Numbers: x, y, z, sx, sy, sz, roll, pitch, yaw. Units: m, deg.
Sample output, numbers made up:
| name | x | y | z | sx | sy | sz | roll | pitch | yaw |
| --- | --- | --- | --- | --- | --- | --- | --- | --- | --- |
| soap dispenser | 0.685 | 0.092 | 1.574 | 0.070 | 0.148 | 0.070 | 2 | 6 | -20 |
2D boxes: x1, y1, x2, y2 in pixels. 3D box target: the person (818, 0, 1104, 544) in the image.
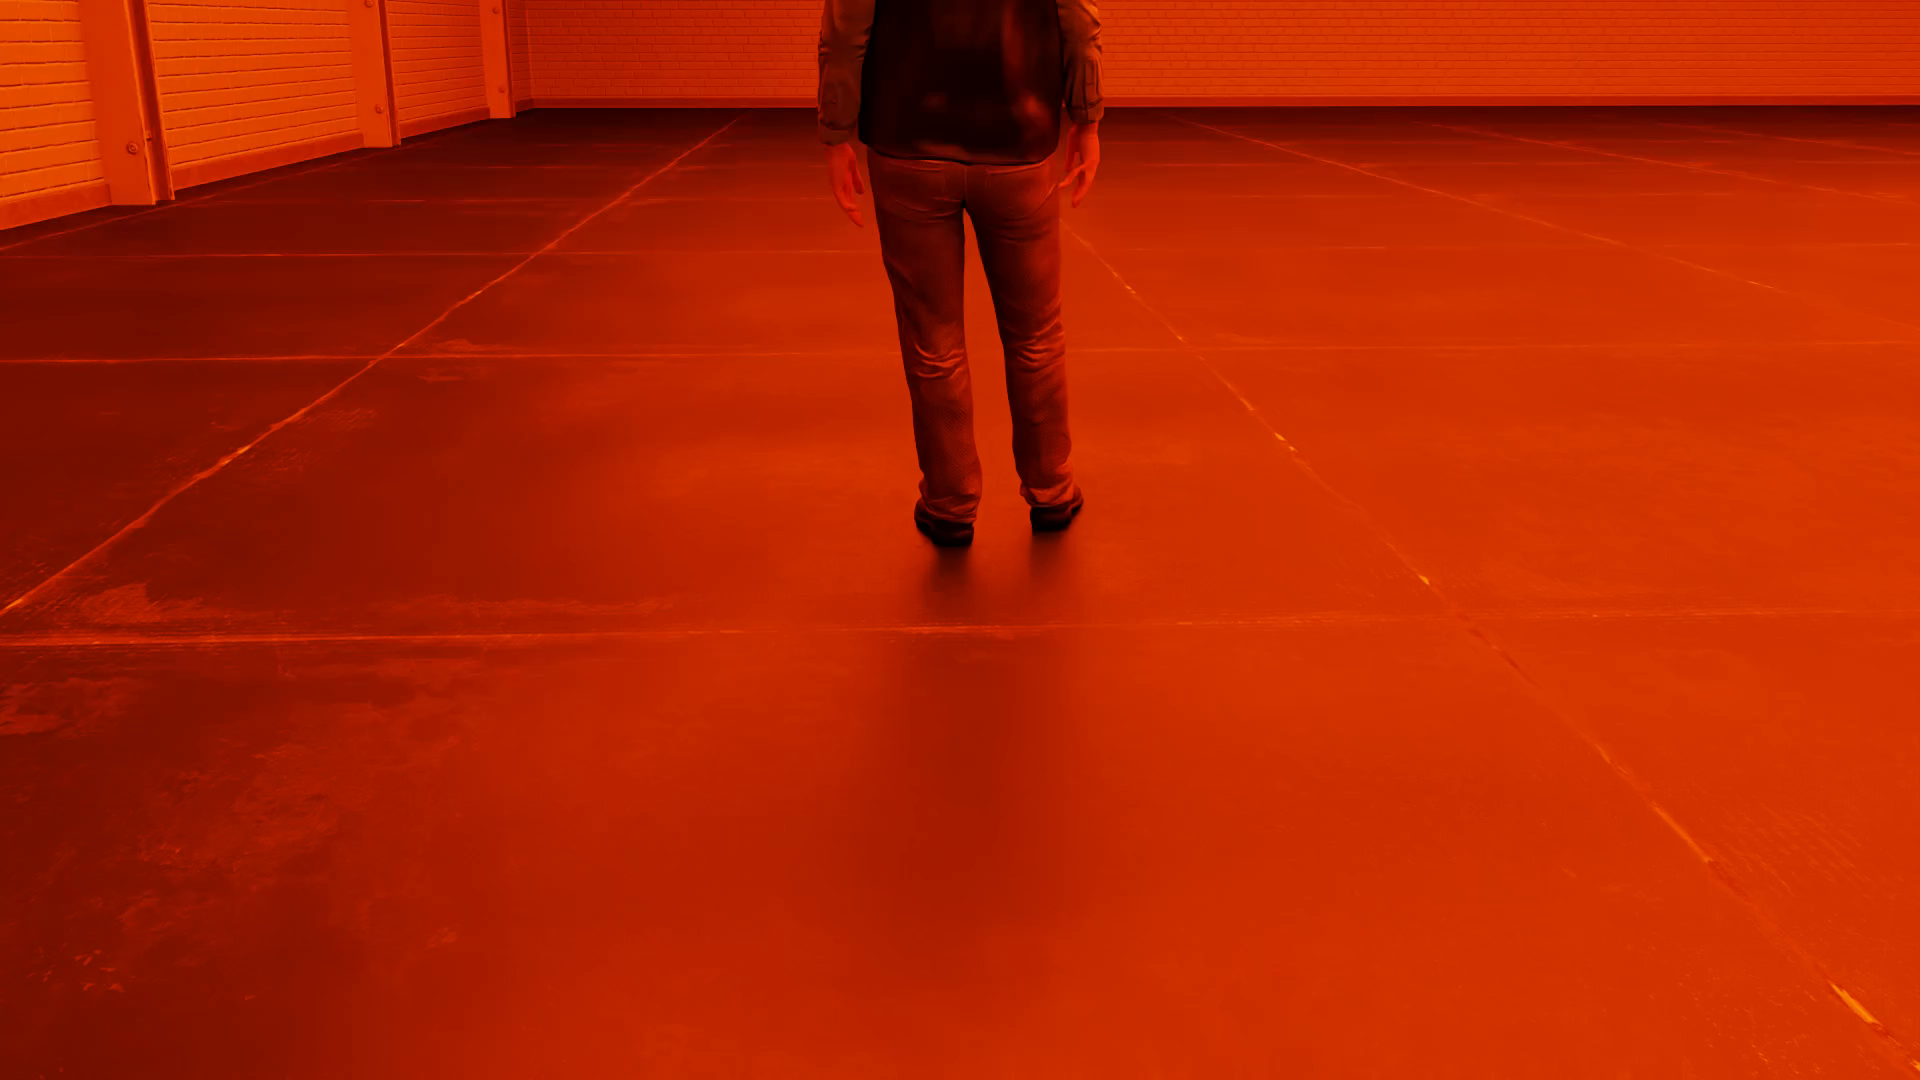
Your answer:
| name | x | y | z | sx | sy | sz | roll | pitch | yaw |
| --- | --- | --- | --- | --- | --- | --- | --- | --- | --- |
| person | 0.004 | -0.849 | 3.725 | 0.634 | 1.722 | 0.566 | -1 | 17 | -3 |
